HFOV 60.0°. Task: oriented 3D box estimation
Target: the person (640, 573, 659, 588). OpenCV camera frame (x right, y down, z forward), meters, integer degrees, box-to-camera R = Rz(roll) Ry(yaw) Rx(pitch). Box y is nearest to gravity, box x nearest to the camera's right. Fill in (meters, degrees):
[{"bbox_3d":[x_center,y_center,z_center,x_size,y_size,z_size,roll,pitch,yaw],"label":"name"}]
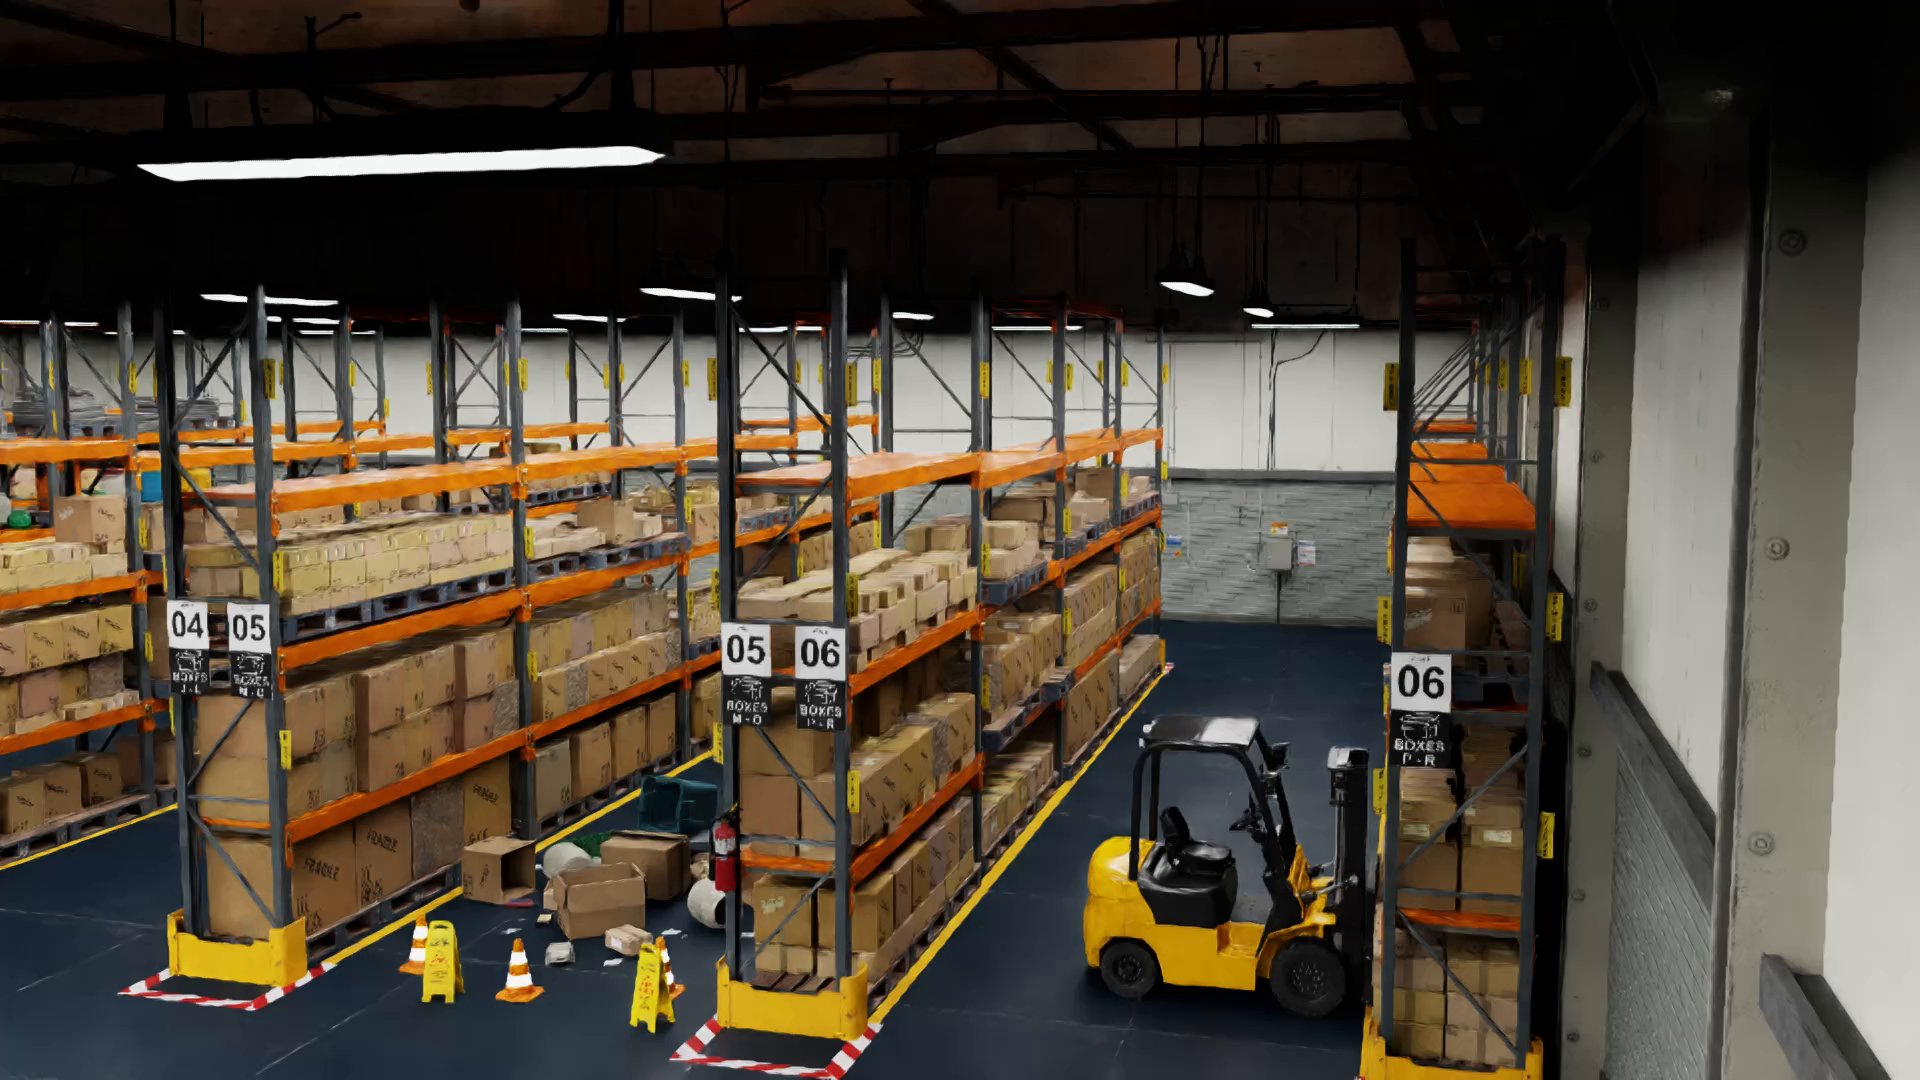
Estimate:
[{"bbox_3d":[-5.420,1.326,29.144,0.566,1.541,0.519,1,6,13],"label":"person"}]
